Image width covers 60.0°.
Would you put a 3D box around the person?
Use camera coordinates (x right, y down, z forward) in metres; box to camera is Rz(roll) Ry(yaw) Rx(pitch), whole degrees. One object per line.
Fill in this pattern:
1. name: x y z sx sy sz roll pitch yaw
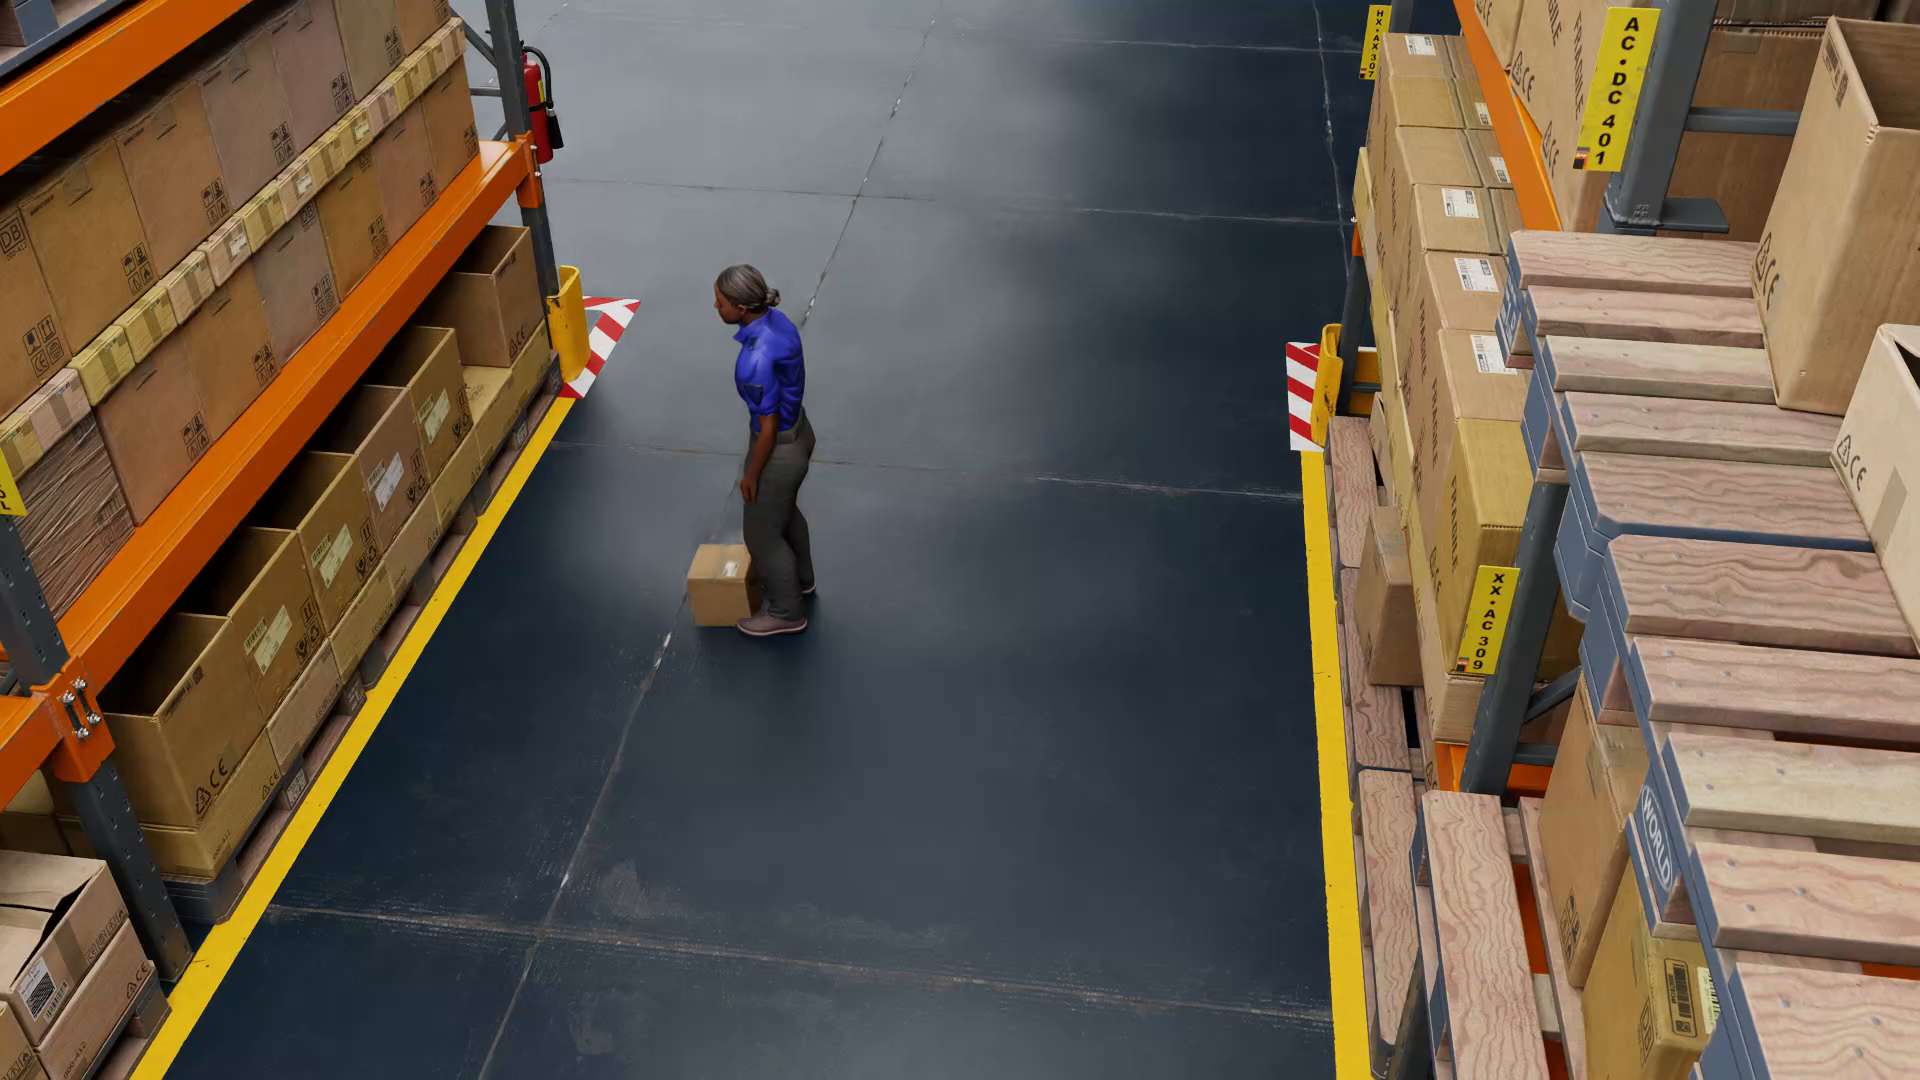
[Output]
1. person: -0.758 -0.361 6.642 0.343 1.656 0.503 3 36 4
